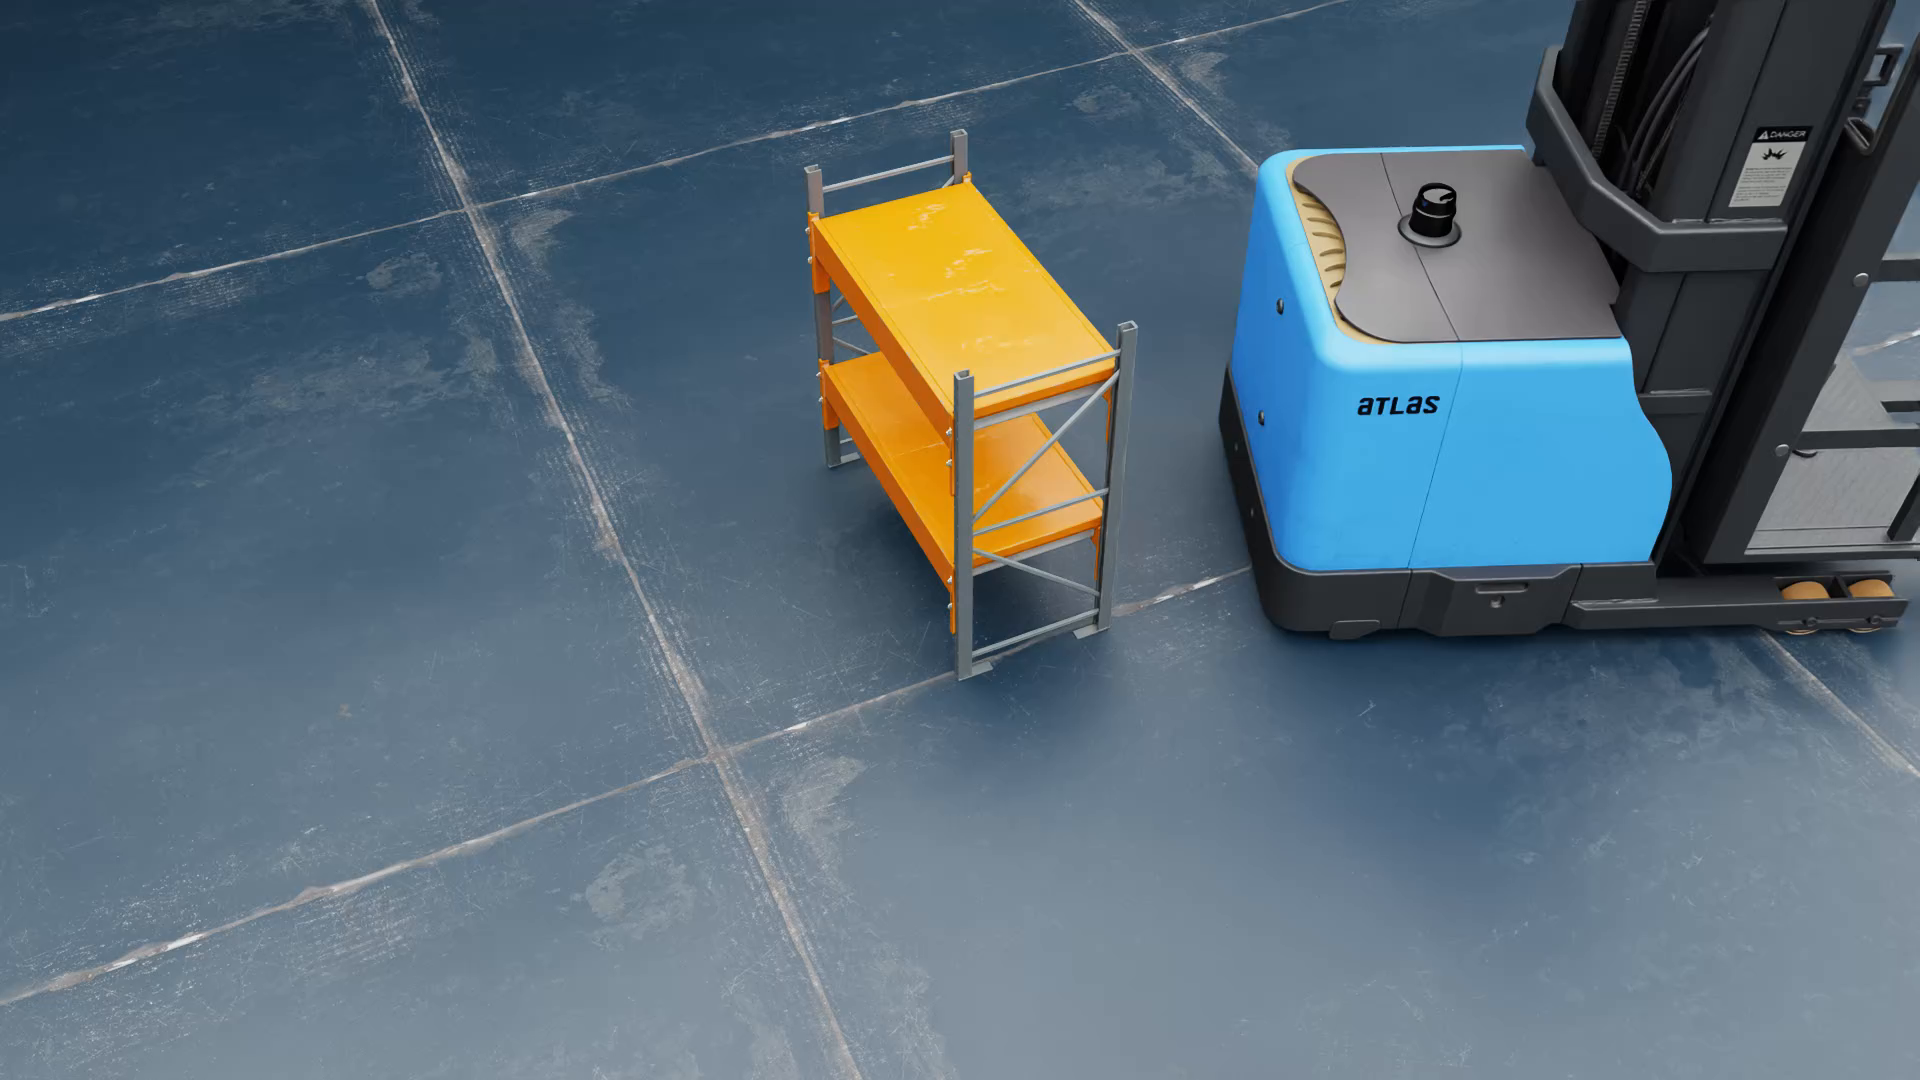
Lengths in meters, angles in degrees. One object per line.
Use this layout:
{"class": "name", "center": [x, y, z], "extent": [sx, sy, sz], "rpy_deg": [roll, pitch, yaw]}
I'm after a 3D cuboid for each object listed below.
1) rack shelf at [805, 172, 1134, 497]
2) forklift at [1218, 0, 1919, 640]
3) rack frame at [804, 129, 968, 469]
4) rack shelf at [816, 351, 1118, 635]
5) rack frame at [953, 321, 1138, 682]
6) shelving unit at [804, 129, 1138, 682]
{"class": "rack shelf", "center": [0.003, -0.604, 4.645], "extent": [0.538, 0.278, 1.000], "rpy_deg": [-18, 47, -17]}
{"class": "forklift", "center": [2.394, -1.133, 4.312], "extent": [3.031, 2.935, 1.130], "rpy_deg": [-2, 45, -2]}
{"class": "rack frame", "center": [-0.211, -0.720, 5.179], "extent": [0.500, 1.125, 0.032], "rpy_deg": [-18, 47, -17]}
{"class": "rack shelf", "center": [0.003, -0.222, 5.022], "extent": [0.538, 0.278, 1.000], "rpy_deg": [-18, 47, -17]}
{"class": "rack frame", "center": [0.217, -0.072, 4.522], "extent": [0.500, 1.125, 0.032], "rpy_deg": [-18, 47, -17]}
{"class": "shelving unit", "center": [0.003, -0.396, 4.851], "extent": [0.538, 1.125, 1.048], "rpy_deg": [-18, 47, -17]}
